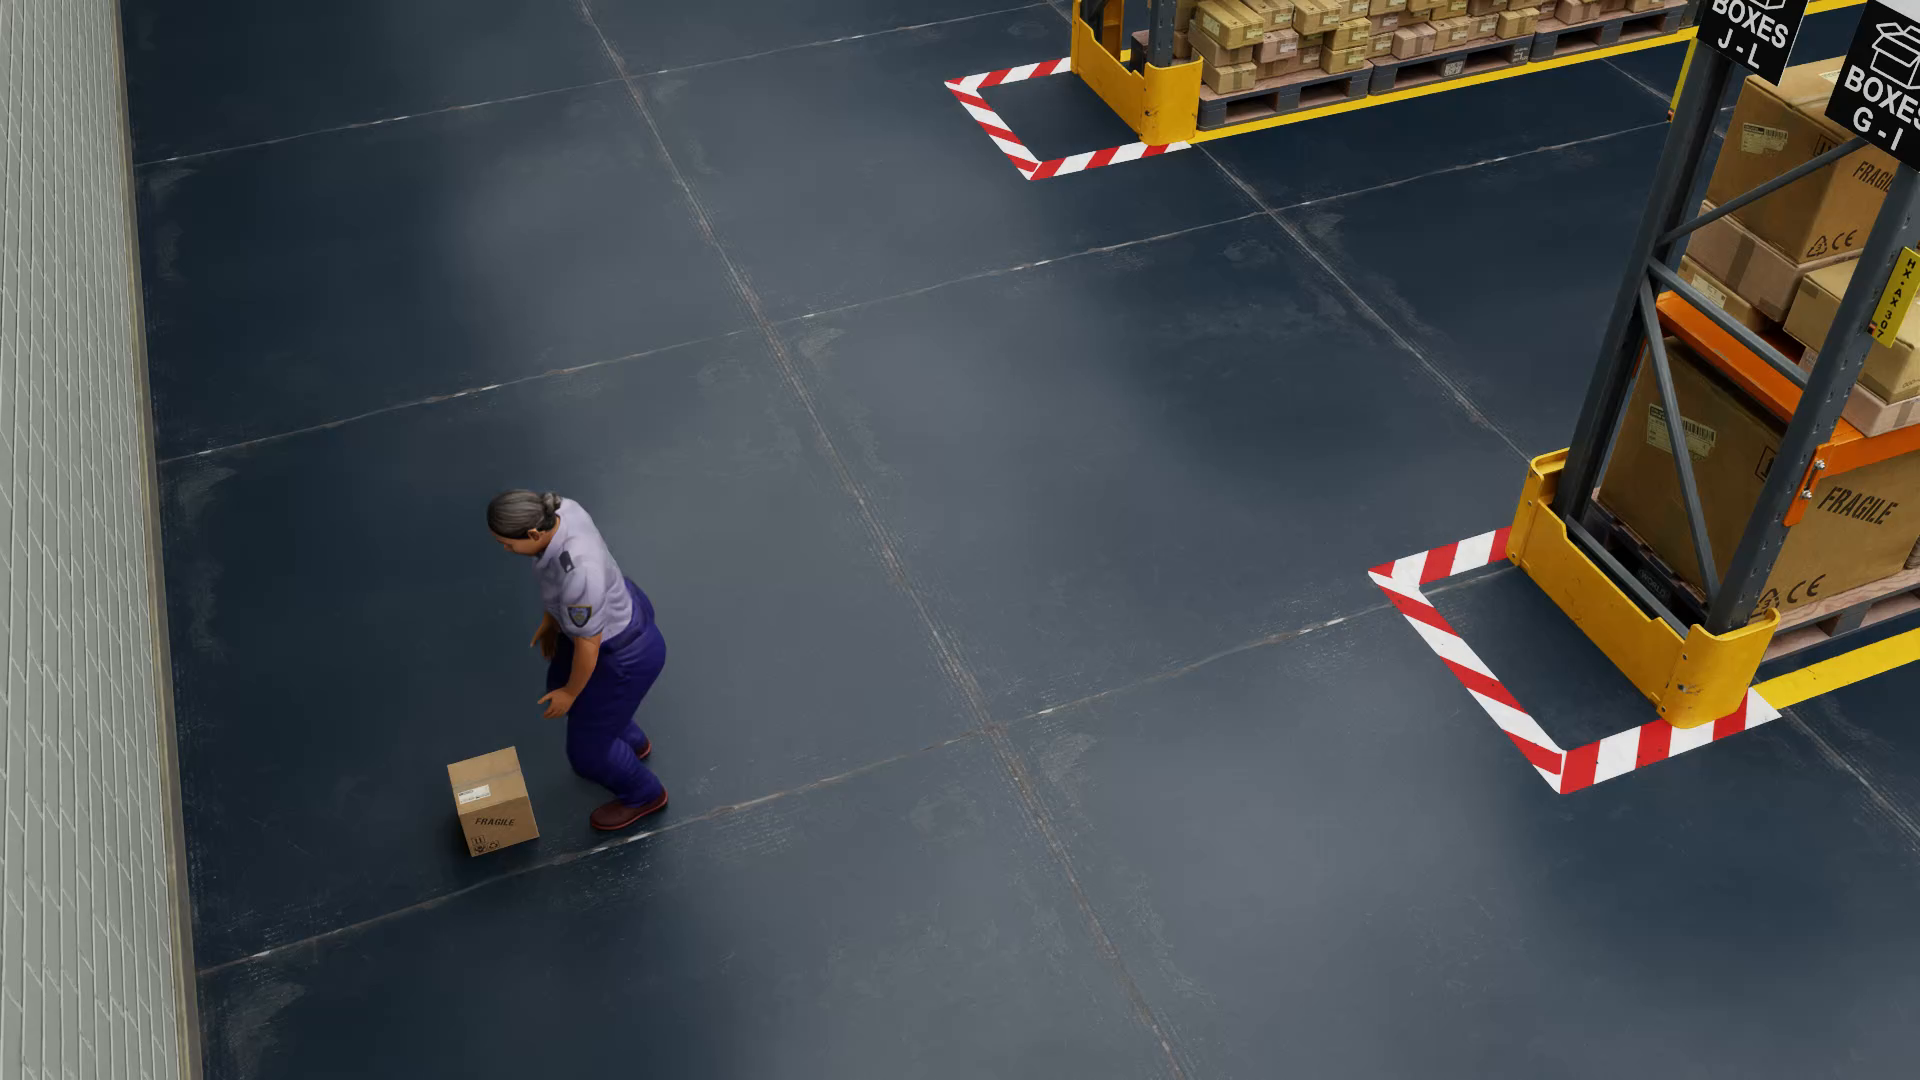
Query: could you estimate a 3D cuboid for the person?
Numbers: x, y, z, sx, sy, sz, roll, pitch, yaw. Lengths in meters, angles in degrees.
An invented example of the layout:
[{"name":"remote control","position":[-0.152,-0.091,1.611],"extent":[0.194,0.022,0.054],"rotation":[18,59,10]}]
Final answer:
[{"name":"person","position":[-1.281,0.395,5.827],"extent":[0.485,1.534,0.515],"rotation":[-15,44,-16]}]
